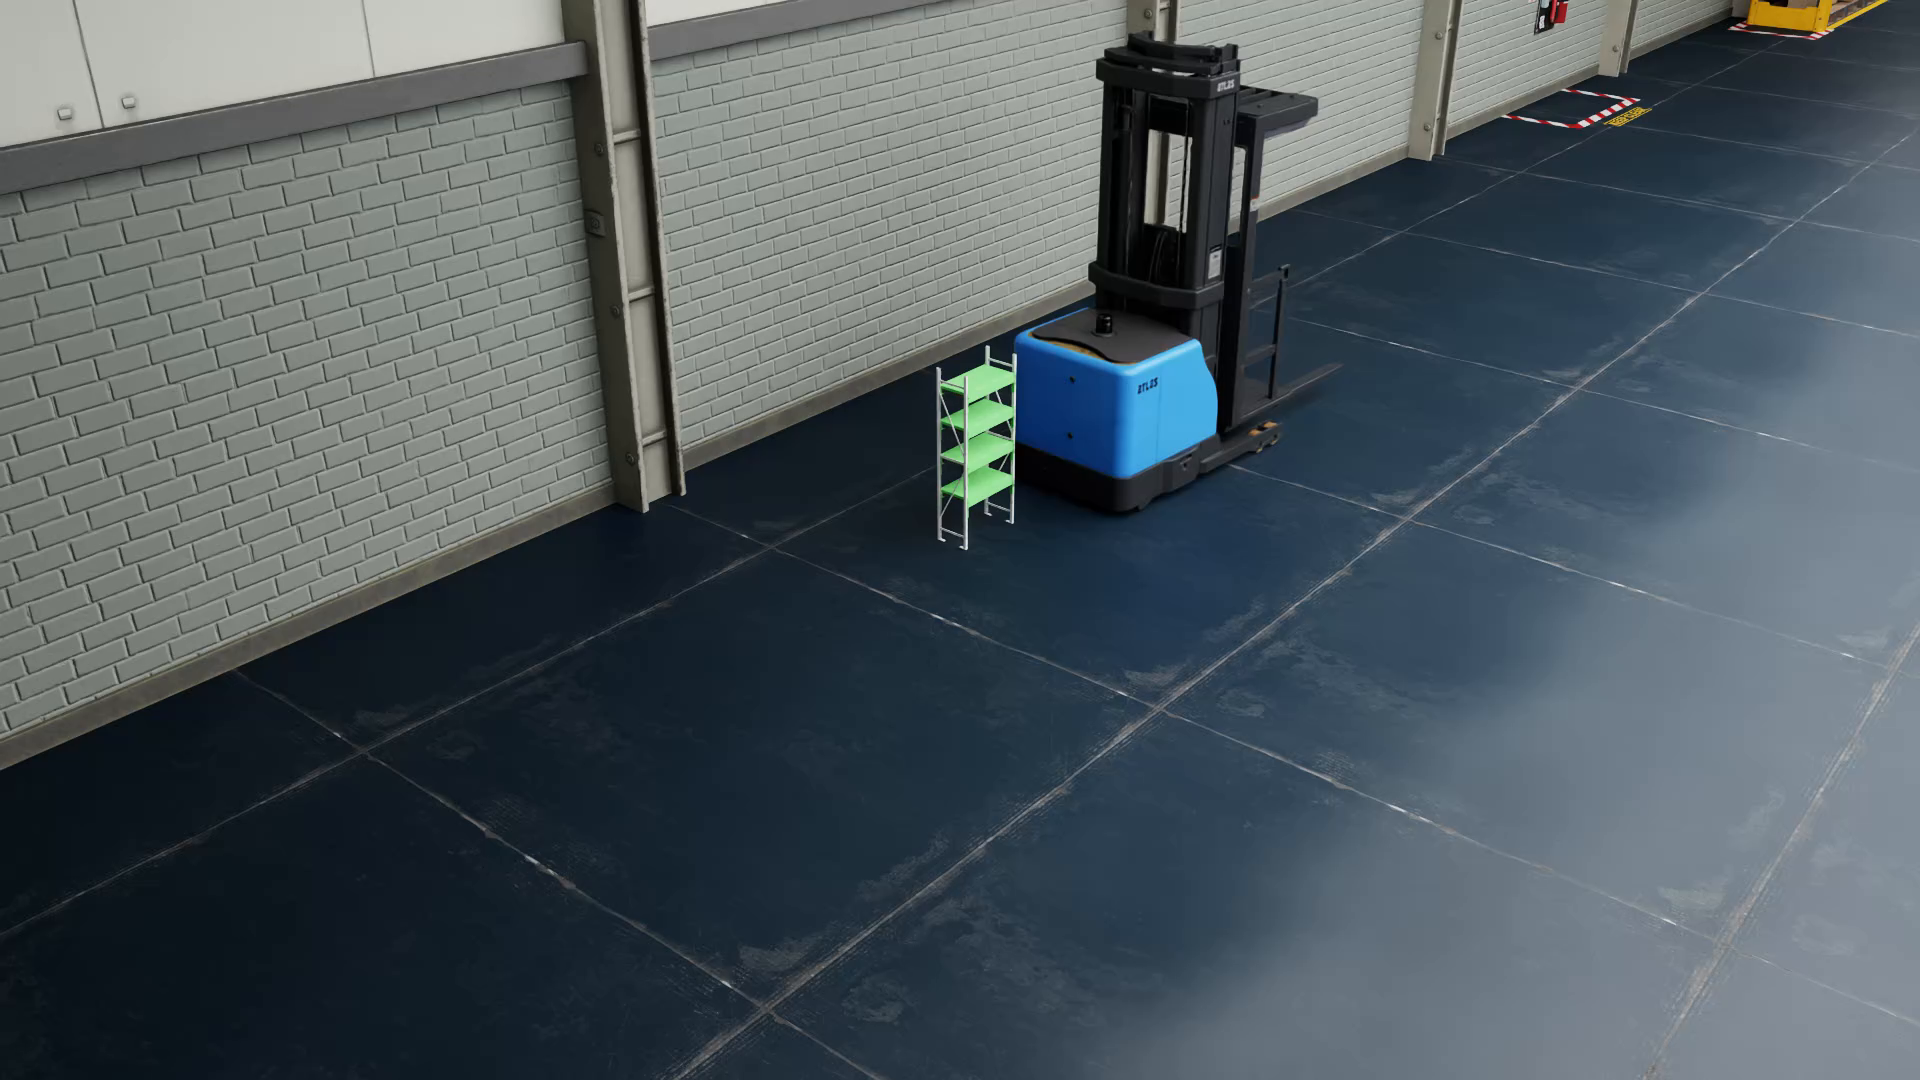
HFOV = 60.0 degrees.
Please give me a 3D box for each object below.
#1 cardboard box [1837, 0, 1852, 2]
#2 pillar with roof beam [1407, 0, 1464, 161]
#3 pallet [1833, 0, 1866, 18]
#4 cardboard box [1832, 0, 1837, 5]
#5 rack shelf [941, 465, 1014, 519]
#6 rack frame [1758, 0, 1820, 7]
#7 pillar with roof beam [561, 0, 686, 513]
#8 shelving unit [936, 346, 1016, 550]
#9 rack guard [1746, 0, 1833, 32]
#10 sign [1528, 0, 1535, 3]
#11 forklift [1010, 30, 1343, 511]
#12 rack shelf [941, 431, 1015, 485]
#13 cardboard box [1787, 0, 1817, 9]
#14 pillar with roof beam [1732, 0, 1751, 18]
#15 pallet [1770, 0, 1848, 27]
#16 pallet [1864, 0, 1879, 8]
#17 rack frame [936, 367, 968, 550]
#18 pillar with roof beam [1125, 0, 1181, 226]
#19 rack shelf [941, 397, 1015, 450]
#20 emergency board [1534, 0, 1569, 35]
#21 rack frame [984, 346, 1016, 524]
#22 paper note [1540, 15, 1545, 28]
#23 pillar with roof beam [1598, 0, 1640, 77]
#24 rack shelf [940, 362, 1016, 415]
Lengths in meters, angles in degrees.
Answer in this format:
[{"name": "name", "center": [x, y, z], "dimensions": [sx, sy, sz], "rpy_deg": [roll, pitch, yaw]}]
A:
[{"name": "cardboard box", "center": [14.731, -9.390, 28.010], "dimensions": [0.700, 0.500, 0.500], "rpy_deg": [18, 33, 31]}, {"name": "pillar with roof beam", "center": [8.820, -7.291, 15.181], "dimensions": [9.100, 9.000, 0.400], "rpy_deg": [21, 34, 34]}, {"name": "pallet", "center": [14.722, -9.135, 28.310], "dimensions": [1.003, 0.211, 1.213], "rpy_deg": [21, 34, 34]}, {"name": "cardboard box", "center": [14.226, -9.060, 27.579], "dimensions": [0.500, 0.311, 0.500], "rpy_deg": [24, 36, 38]}, {"name": "rack shelf", "center": [0.105, -0.322, 10.859], "dimensions": [0.258, 0.148, 0.480], "rpy_deg": [21, 34, 34]}, {"name": "rack frame", "center": [13.353, -9.638, 26.248], "dimensions": [1.000, 3.000, 0.127], "rpy_deg": [21, 34, 34]}, {"name": "pillar with roof beam", "center": [1.187, -3.036, 6.957], "dimensions": [9.100, 9.000, 0.400], "rpy_deg": [21, 34, 34]}, {"name": "shelving unit", "center": [0.105, -0.592, 10.720], "dimensions": [0.258, 1.200, 0.503], "rpy_deg": [21, 34, 34]}, {"name": "rack guard", "center": [13.402, -8.555, 26.874], "dimensions": [1.175, 0.500, 0.348], "rpy_deg": [21, 34, 34]}, {"name": "sign", "center": [7.282, -6.997, 21.103], "dimensions": [0.001, 0.329, 0.234], "rpy_deg": [21, 34, 34]}, {"name": "forklift", "center": [1.729, -2.082, 11.716], "dimensions": [1.130, 2.935, 3.031], "rpy_deg": [23, 35, 37]}, {"name": "rack shelf", "center": [0.105, -0.535, 10.749], "dimensions": [0.258, 0.148, 0.480], "rpy_deg": [21, 34, 34]}, {"name": "cardboard box", "center": [13.863, -8.858, 27.188], "dimensions": [0.500, 0.311, 0.500], "rpy_deg": [17, 32, 29]}, {"name": "pillar with roof beam", "center": [16.453, -11.545, 23.406], "dimensions": [9.100, 9.000, 0.400], "rpy_deg": [21, 34, 34]}, {"name": "pallet", "center": [13.946, -8.704, 27.477], "dimensions": [1.003, 0.211, 1.213], "rpy_deg": [21, 34, 34]}, {"name": "pallet", "center": [15.498, -9.569, 29.150], "dimensions": [1.003, 0.211, 1.213], "rpy_deg": [21, 34, 34]}, {"name": "rack frame", "center": [-0.050, -0.505, 10.552], "dimensions": [0.240, 1.200, 0.015], "rpy_deg": [21, 34, 34]}, {"name": "pillar with roof beam", "center": [5.004, -5.163, 11.069], "dimensions": [9.100, 9.000, 0.400], "rpy_deg": [21, 34, 34]}, {"name": "rack shelf", "center": [0.105, -0.748, 10.639], "dimensions": [0.258, 0.148, 0.480], "rpy_deg": [21, 34, 34]}, {"name": "emergency board", "center": [7.714, -7.147, 21.432], "dimensions": [0.194, 1.169, 0.643], "rpy_deg": [21, 34, 34]}, {"name": "rack frame", "center": [0.260, -0.678, 10.887], "dimensions": [0.240, 1.200, 0.015], "rpy_deg": [21, 34, 34]}, {"name": "paper note", "center": [7.548, -6.713, 21.552], "dimensions": [0.016, 0.148, 0.142], "rpy_deg": [21, 34, 34]}, {"name": "pillar with roof beam", "center": [12.637, -9.418, 19.294], "dimensions": [9.100, 9.000, 0.400], "rpy_deg": [21, 34, 34]}, {"name": "rack shelf", "center": [0.105, -0.961, 10.528], "dimensions": [0.258, 0.148, 0.480], "rpy_deg": [21, 34, 34]}]
